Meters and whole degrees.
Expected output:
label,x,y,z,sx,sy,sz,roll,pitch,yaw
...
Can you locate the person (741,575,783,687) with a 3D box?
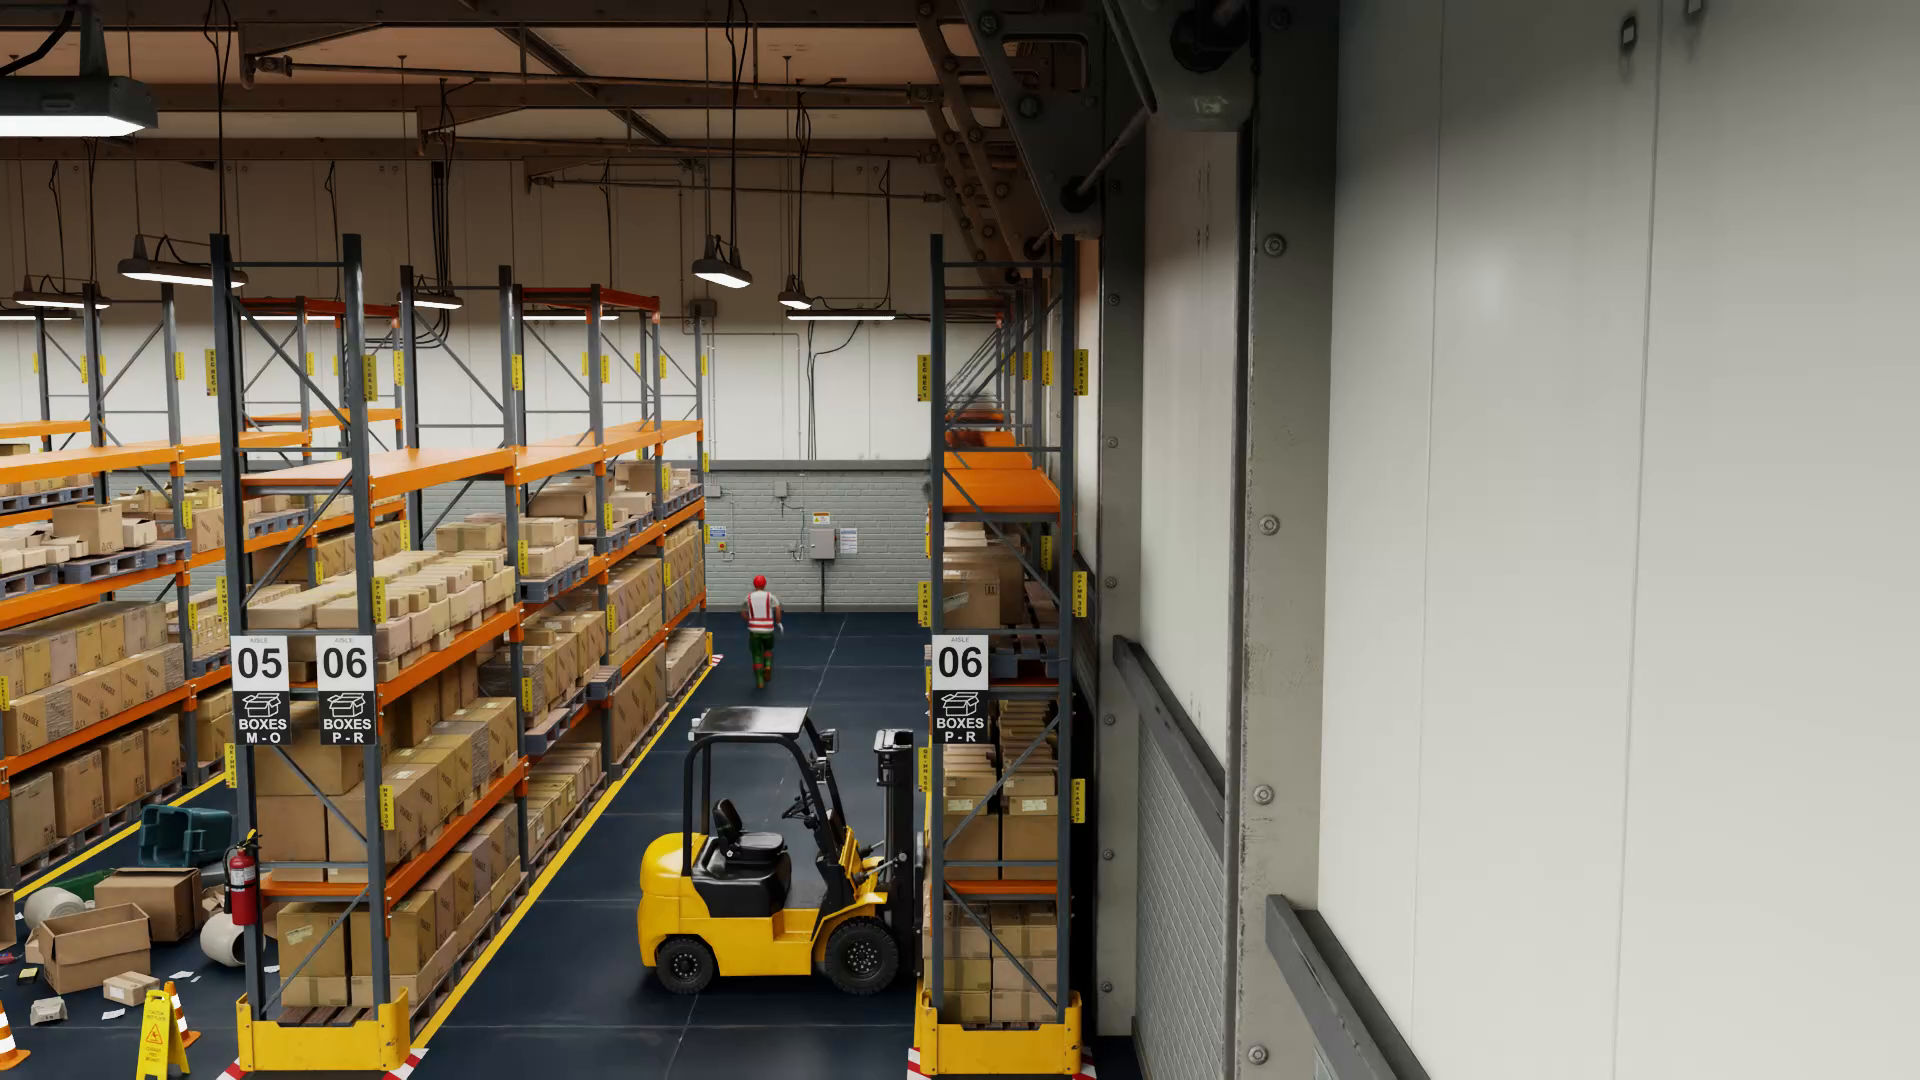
label,x,y,z,sx,sy,sz,roll,pitch,yaw
person,-3.106,1.405,26.144,0.662,1.736,0.674,0,6,-4
